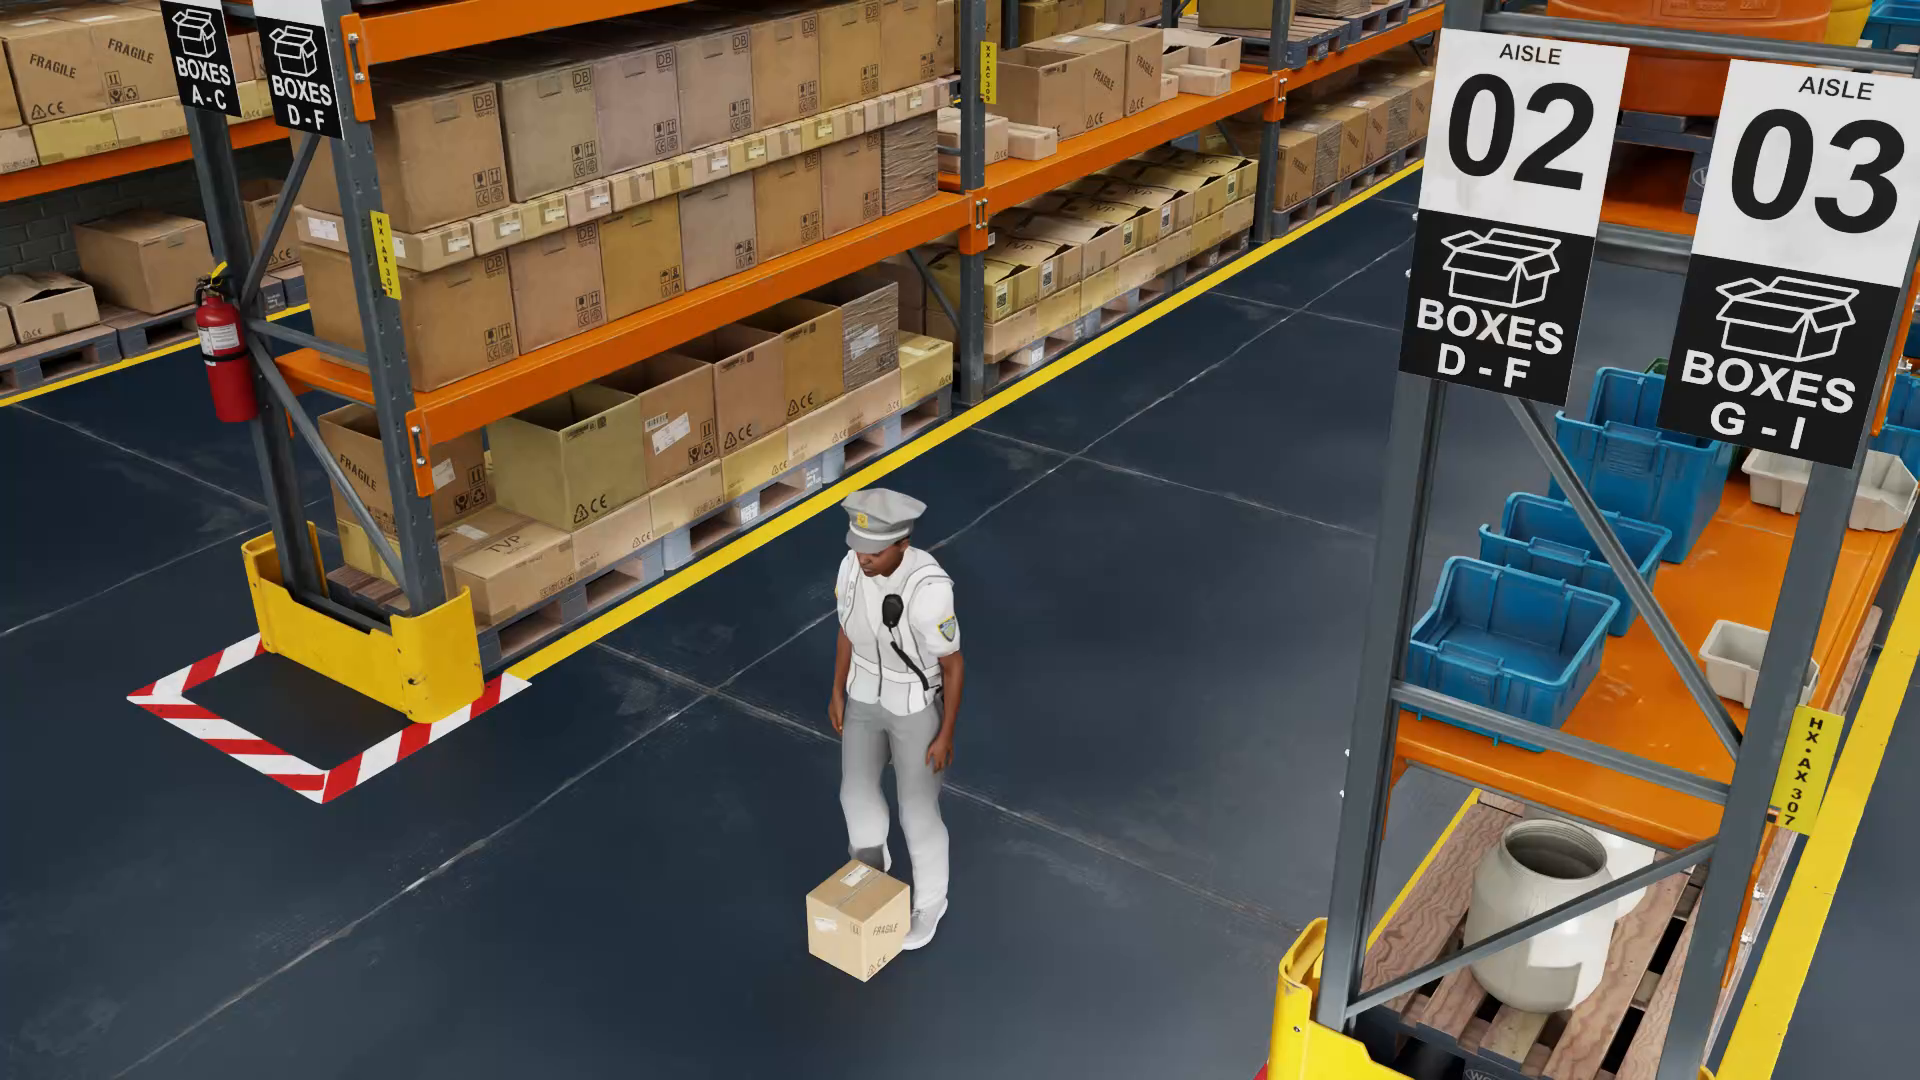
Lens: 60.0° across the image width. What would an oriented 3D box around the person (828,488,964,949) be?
[{"bbox_3d":[-0.224,0.572,5.502,0.512,1.657,0.399,17,32,30],"label":"person"}]
